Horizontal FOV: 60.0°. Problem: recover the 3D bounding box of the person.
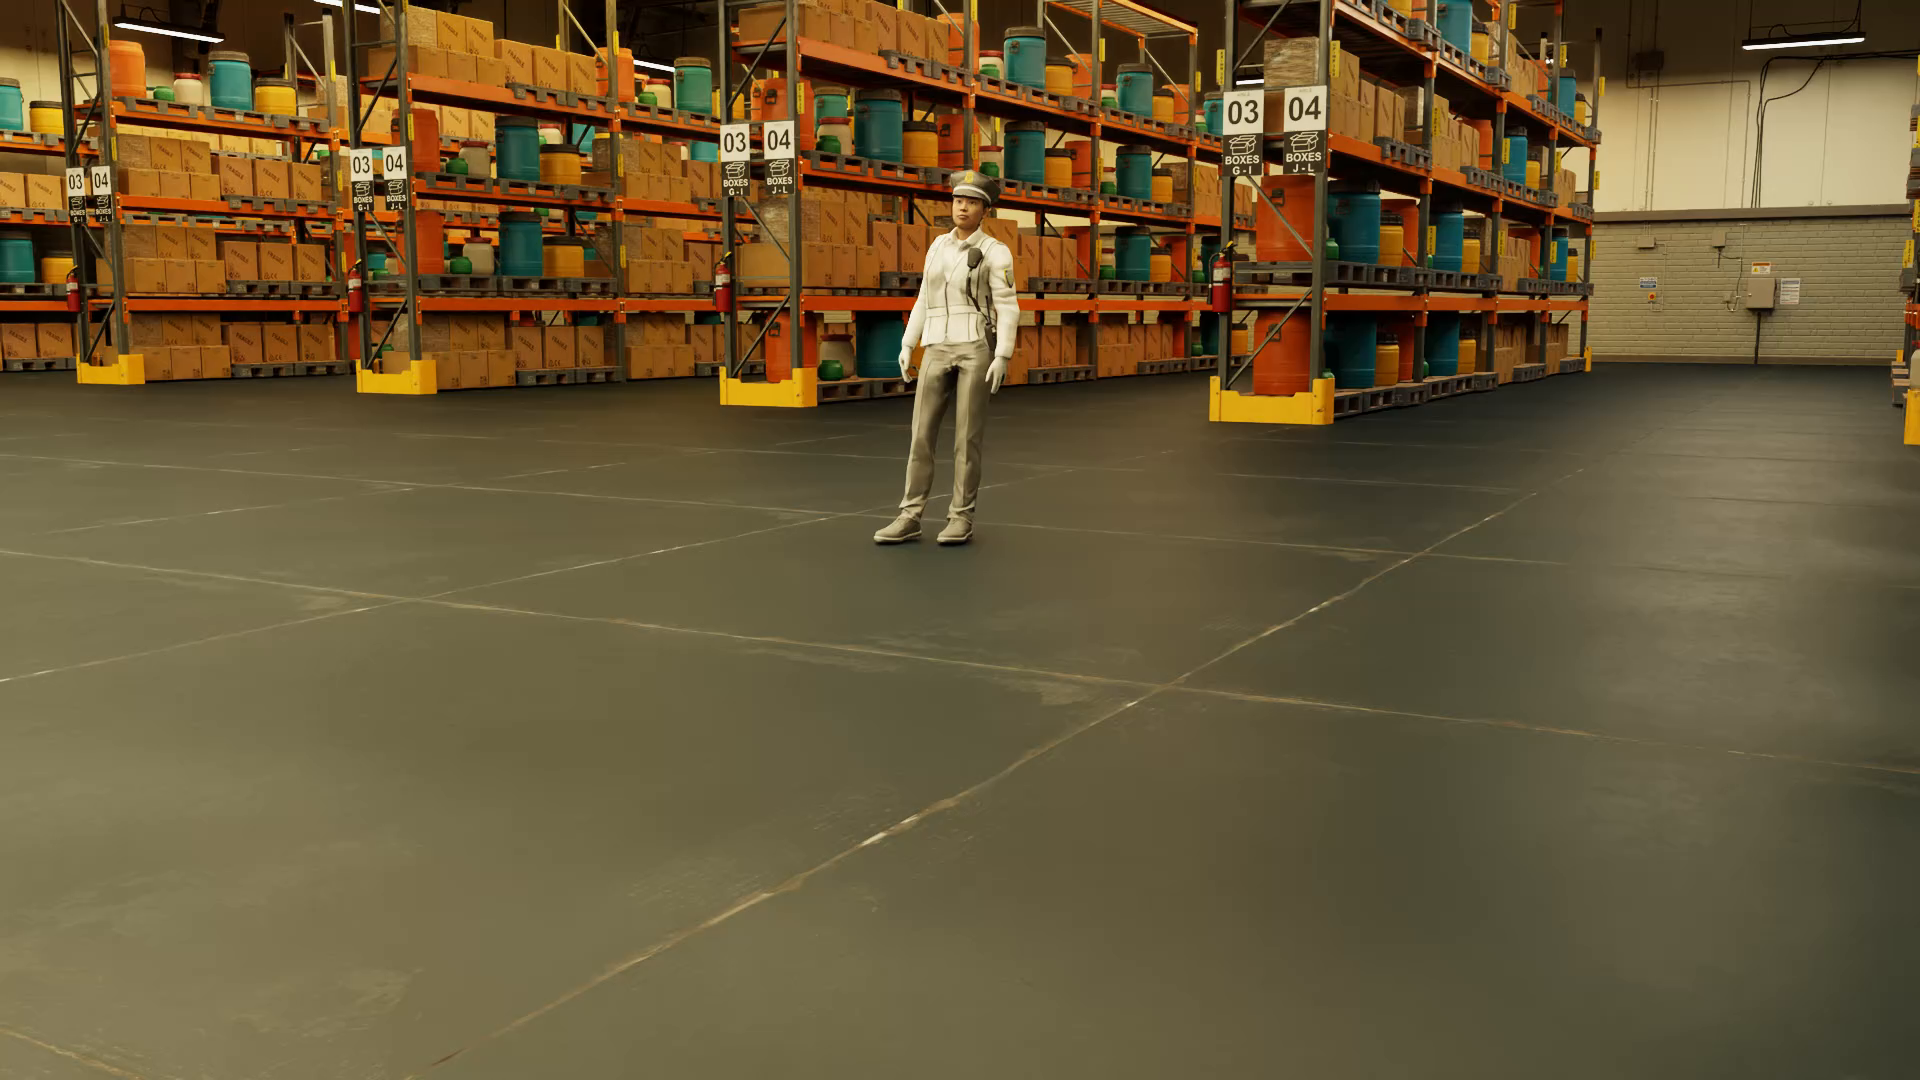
[{"bbox_3d":[-0.040,-0.839,7.641,0.586,1.694,0.530,4,9,29],"label":"person"}]
